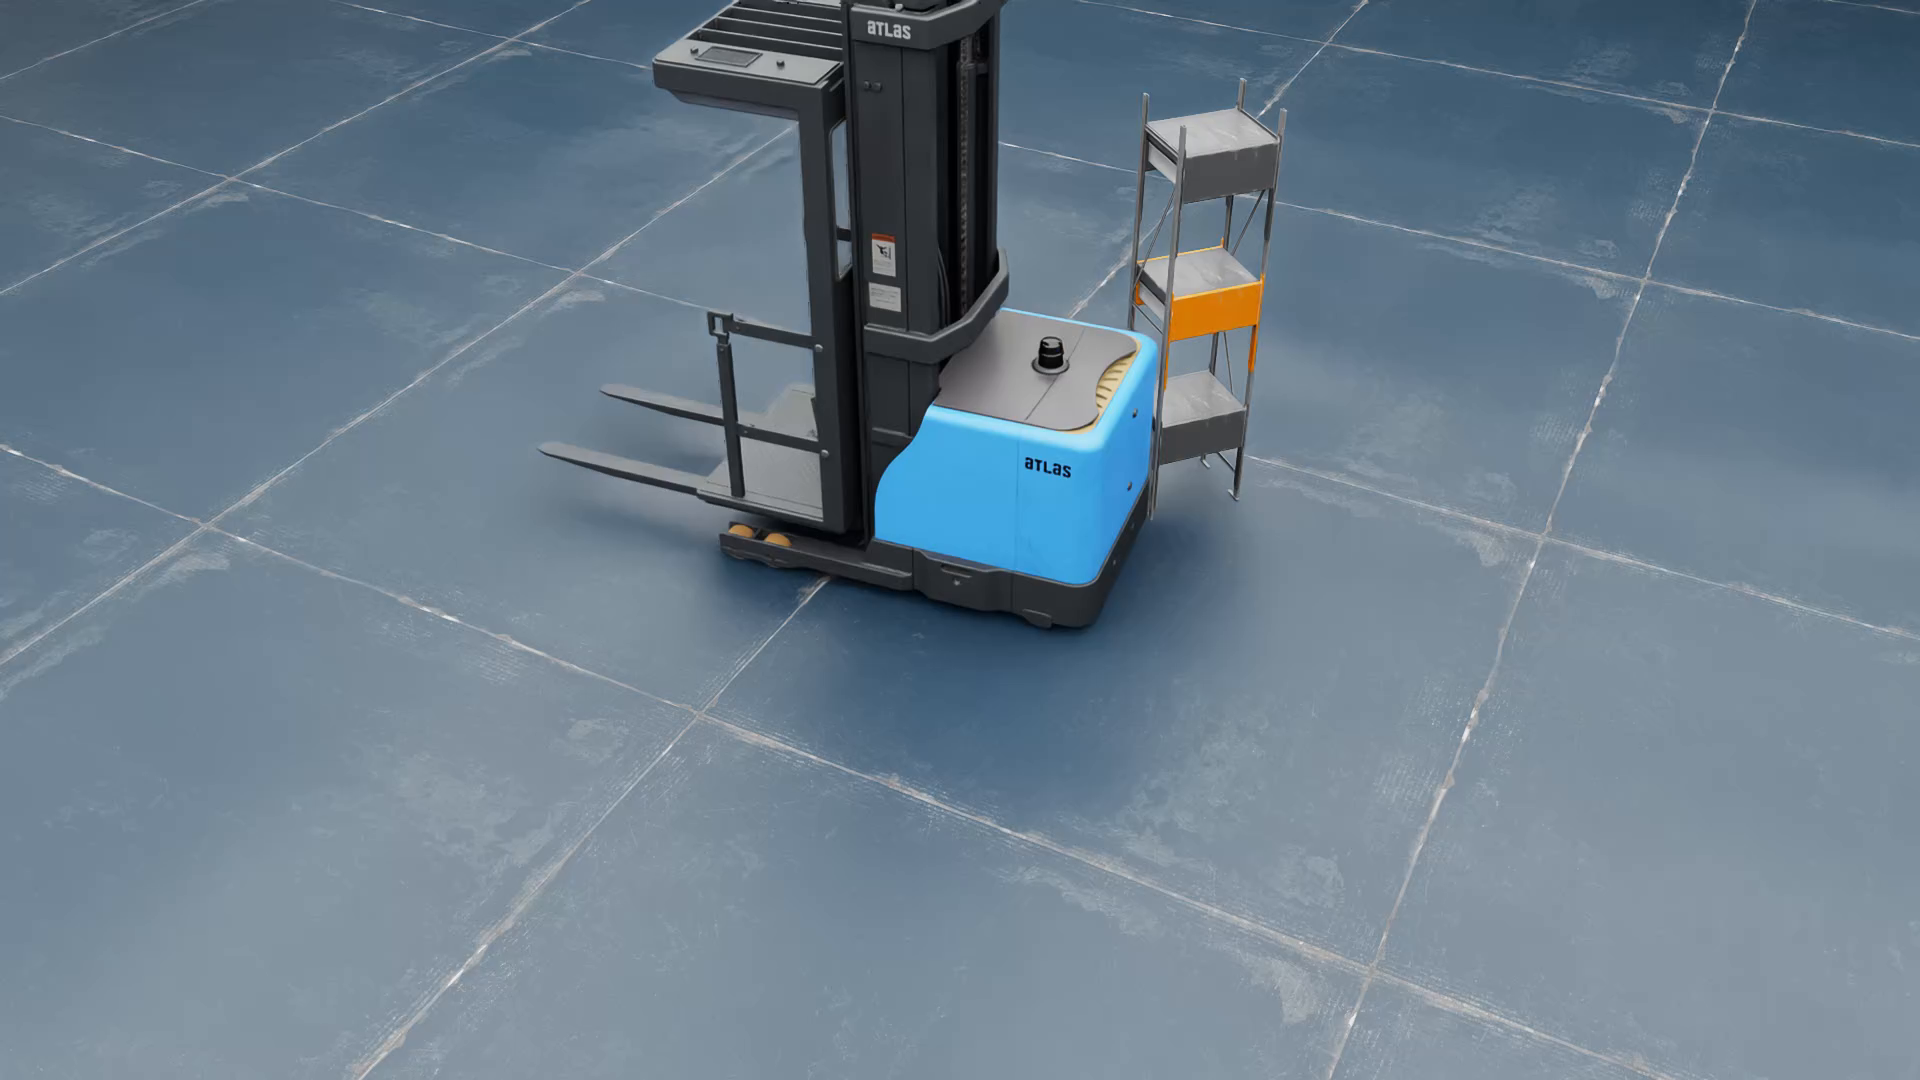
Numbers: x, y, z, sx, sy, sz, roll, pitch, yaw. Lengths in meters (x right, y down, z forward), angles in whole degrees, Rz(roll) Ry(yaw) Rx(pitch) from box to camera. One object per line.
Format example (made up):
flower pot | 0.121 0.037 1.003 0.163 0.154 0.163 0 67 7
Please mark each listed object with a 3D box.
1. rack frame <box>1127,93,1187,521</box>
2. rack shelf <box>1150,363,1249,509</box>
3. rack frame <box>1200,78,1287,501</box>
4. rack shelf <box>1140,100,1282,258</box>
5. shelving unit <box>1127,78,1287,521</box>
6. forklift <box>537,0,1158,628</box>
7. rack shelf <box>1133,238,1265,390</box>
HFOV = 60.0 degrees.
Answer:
rack frame | 0.896 -1.046 7.910 0.015 2.100 0.400 -13 39 -17
rack shelf | 1.123 -0.530 8.411 0.480 0.518 0.431 -13 39 -17
rack frame | 1.351 -1.151 8.049 0.015 2.100 0.400 -13 39 -17
rack shelf | 1.123 -1.645 7.565 0.480 0.518 0.431 -13 39 -17
shelving unit | 1.123 -1.098 7.980 0.503 2.100 0.431 -13 39 -17
forklift | -0.635 -1.315 7.578 3.031 2.935 1.130 13 39 17
rack shelf | 1.123 -1.087 7.988 0.480 0.518 0.431 -13 39 -17
